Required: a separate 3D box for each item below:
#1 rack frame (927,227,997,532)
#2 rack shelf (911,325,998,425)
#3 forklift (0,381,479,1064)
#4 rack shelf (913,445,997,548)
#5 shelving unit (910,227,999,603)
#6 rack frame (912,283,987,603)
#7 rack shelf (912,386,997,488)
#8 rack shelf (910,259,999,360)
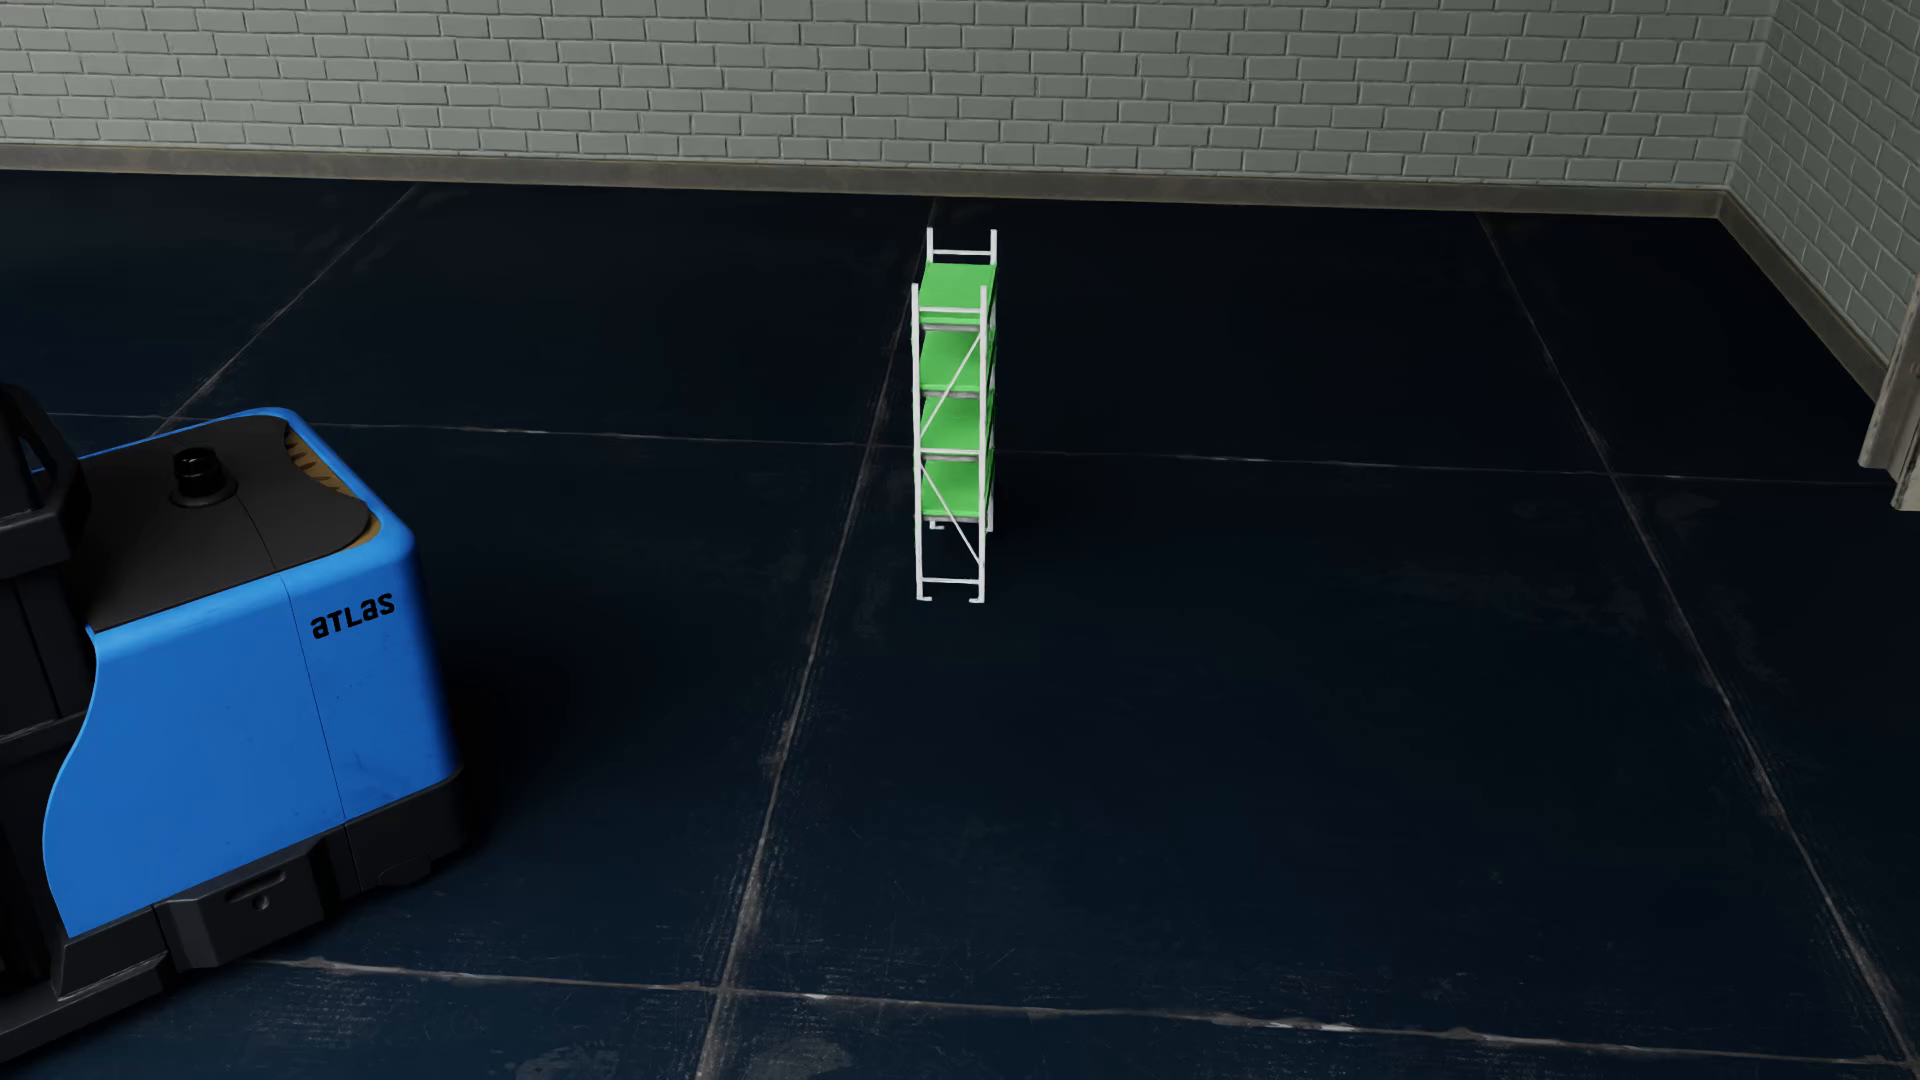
[{"bbox_3d":[0.006,-0.552,6.002,0.240,1.200,0.015,2,32,4],"label":"rack frame"},{"bbox_3d":[-0.013,-0.574,5.702,0.258,0.148,0.480,2,32,4],"label":"rack shelf"},{"bbox_3d":[-2.852,-0.069,3.569,3.031,2.935,1.130,-22,38,-32],"label":"forklift"},{"bbox_3d":[-0.013,-0.166,5.954,0.258,0.148,0.480,2,32,4],"label":"rack shelf"},{"bbox_3d":[-0.013,-0.424,5.795,0.258,1.200,0.503,2,32,4],"label":"shelving unit"},{"bbox_3d":[-0.033,-0.297,5.588,0.240,1.200,0.015,2,32,4],"label":"rack frame"},{"bbox_3d":[-0.013,-0.370,5.828,0.258,0.148,0.480,2,32,4],"label":"rack shelf"},{"bbox_3d":[-0.013,-0.778,5.576,0.258,0.148,0.480,2,32,4],"label":"rack shelf"}]
